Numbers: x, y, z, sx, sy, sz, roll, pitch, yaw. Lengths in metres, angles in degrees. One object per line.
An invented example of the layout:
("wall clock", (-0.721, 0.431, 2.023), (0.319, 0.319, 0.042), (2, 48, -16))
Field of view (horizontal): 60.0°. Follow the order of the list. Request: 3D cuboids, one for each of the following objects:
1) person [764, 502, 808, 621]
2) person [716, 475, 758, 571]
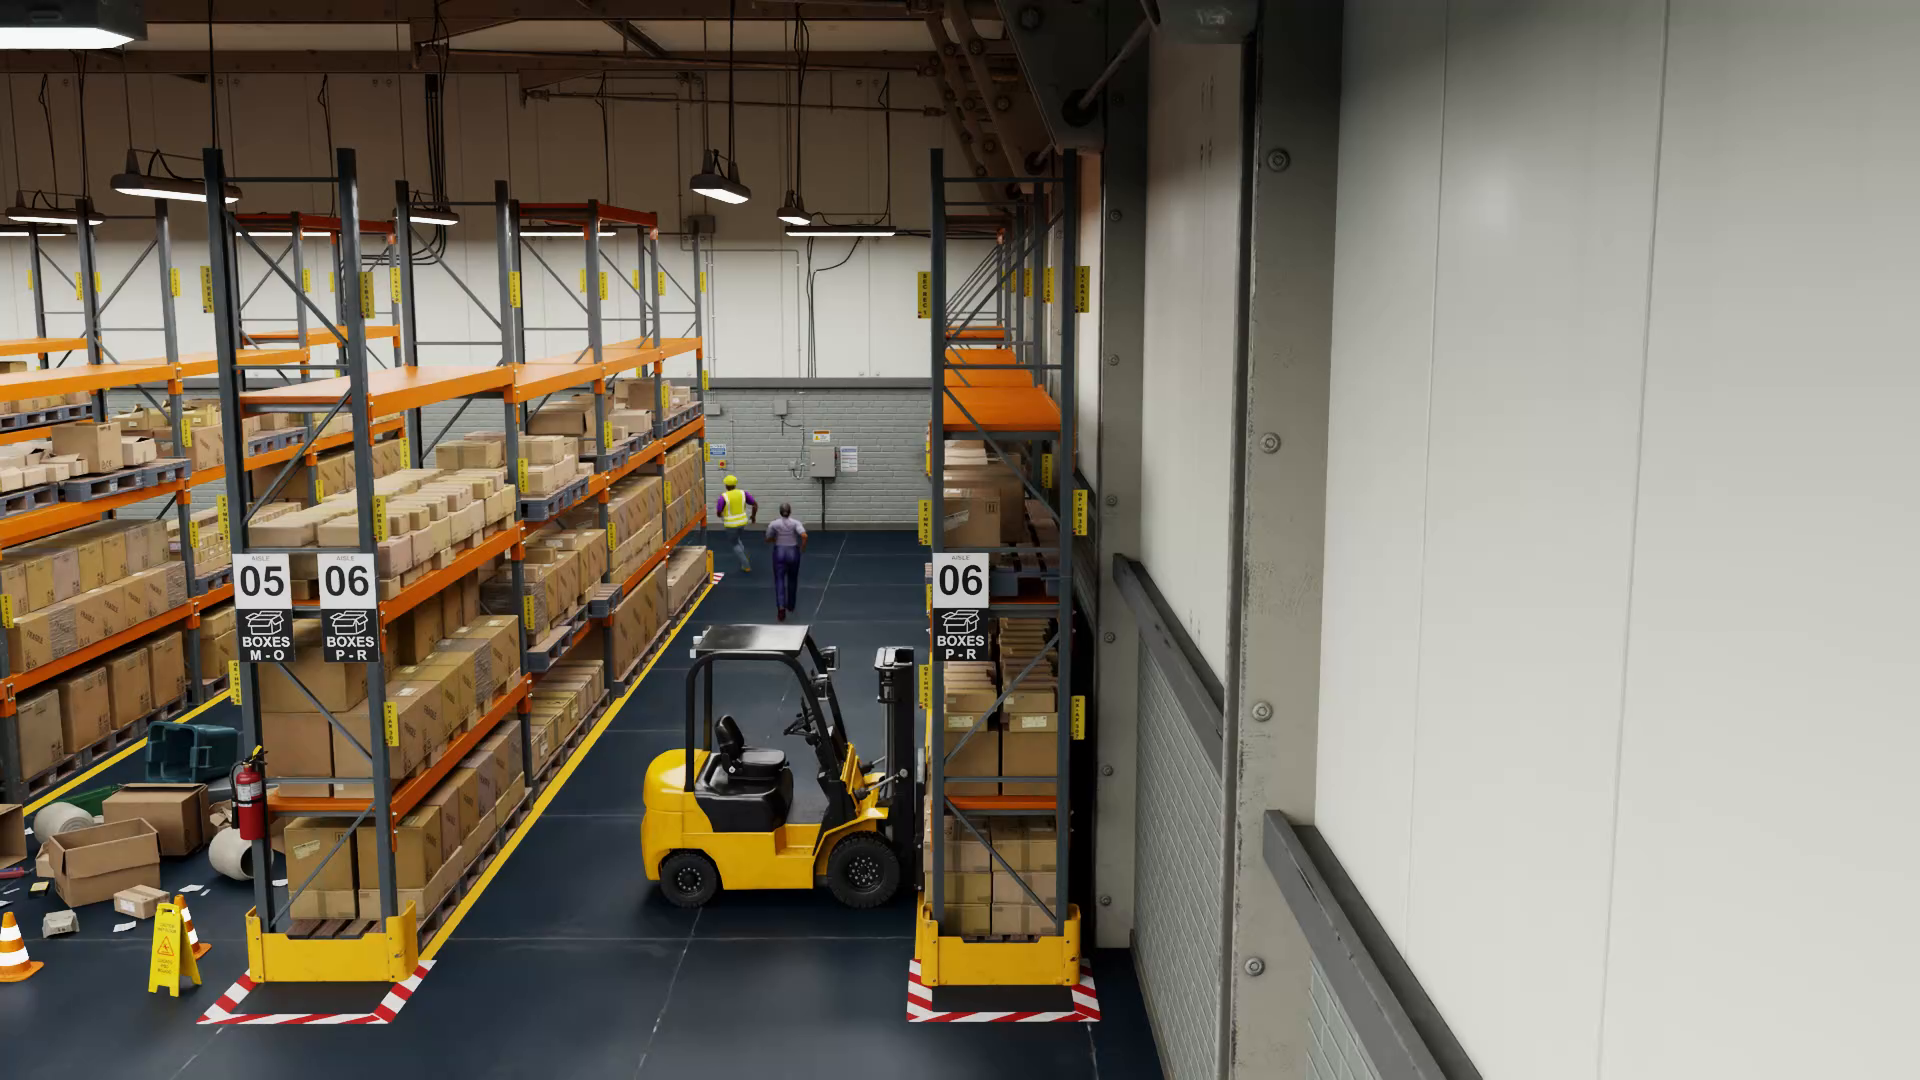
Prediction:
("person", (-2.483, 0.291, 23.756), (0.614, 1.679, 0.867), (-1, 9, -8))
("person", (-3.953, -0.304, 28.987), (0.719, 1.692, 0.627), (-8, 12, -41))
